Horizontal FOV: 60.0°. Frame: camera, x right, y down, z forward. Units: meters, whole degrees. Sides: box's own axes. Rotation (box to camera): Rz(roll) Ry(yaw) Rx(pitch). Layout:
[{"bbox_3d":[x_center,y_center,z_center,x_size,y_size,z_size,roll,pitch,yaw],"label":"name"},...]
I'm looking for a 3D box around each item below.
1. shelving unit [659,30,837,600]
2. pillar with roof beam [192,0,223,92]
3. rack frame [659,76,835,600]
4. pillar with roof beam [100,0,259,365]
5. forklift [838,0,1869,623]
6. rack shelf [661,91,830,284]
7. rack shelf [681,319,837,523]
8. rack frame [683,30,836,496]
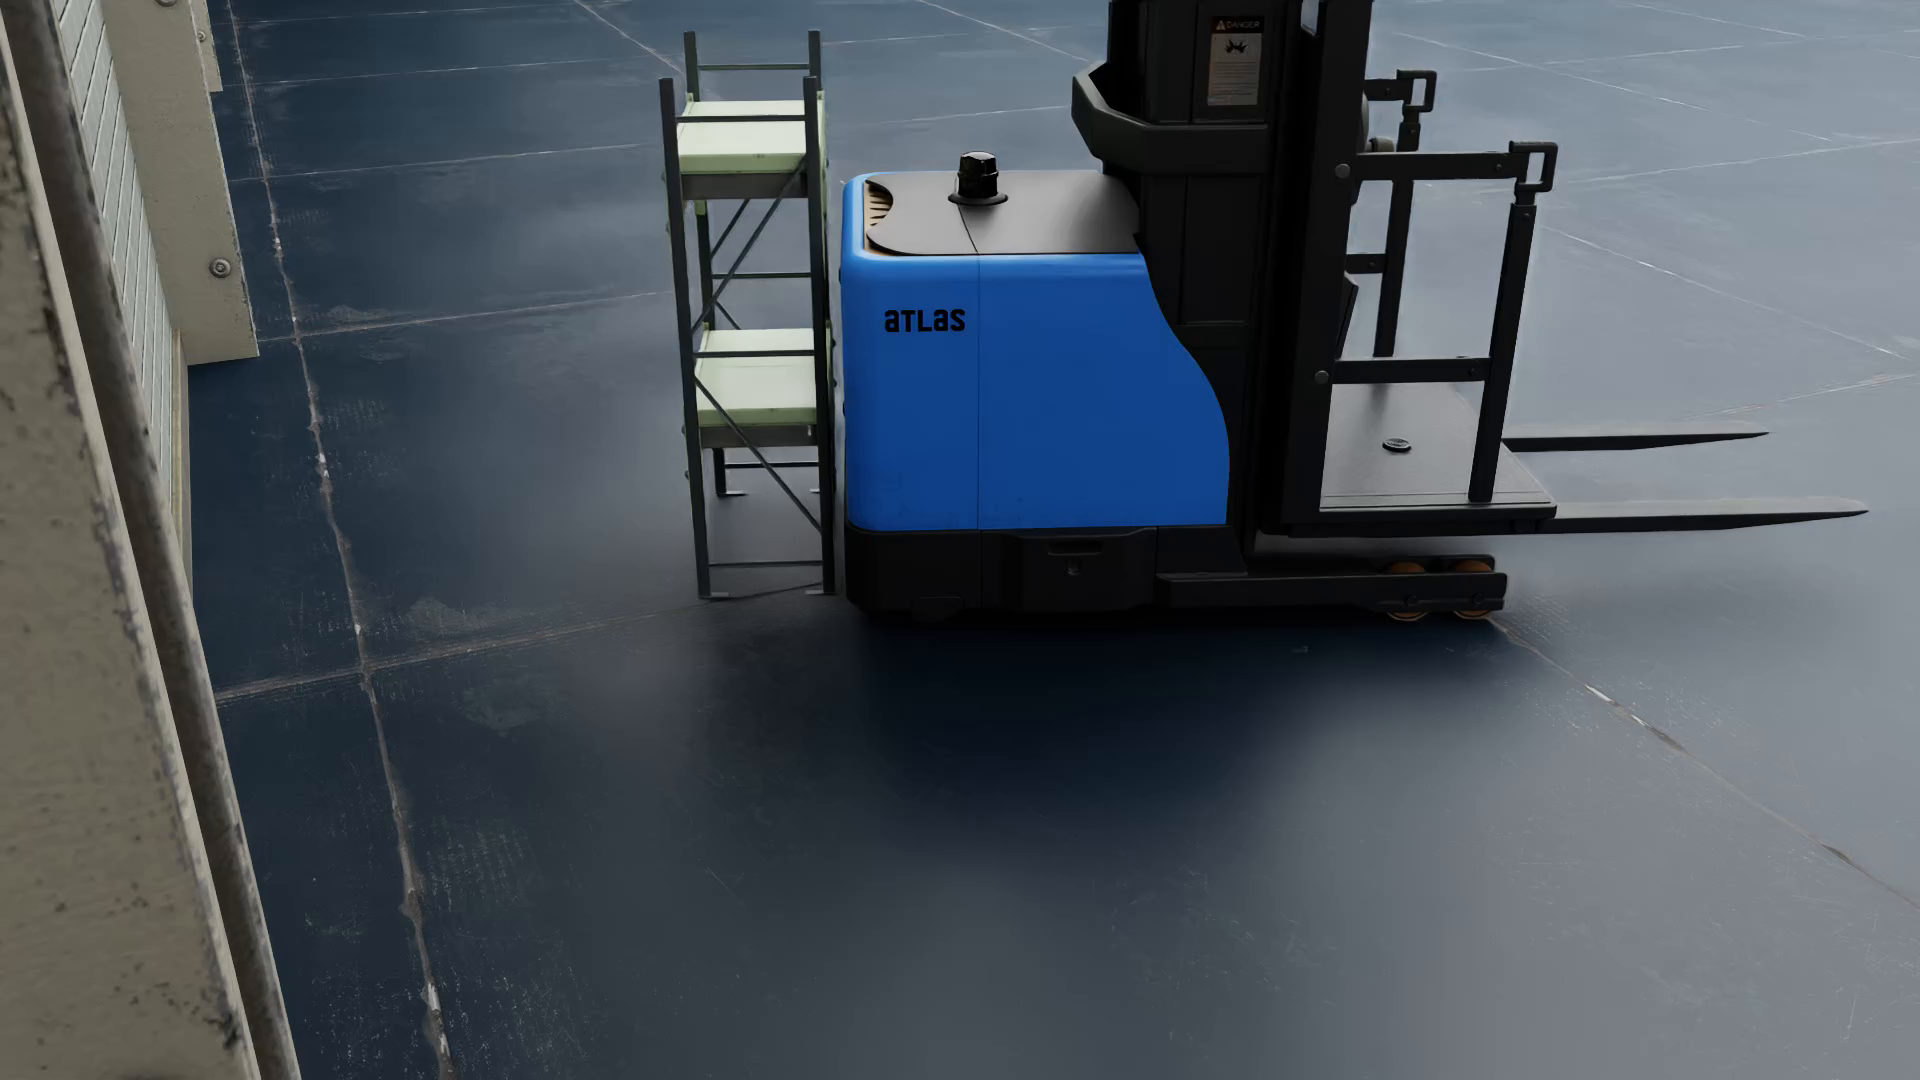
[{"bbox_3d":[-0.592,-0.670,4.912,0.431,1.500,0.755,-2,26,-3],"label":"shelving unit"},{"bbox_3d":[-1.468,-8.009,11.397,9.100,9.000,0.400,-11,28,-21],"label":"pillar with roof beam"},{"bbox_3d":[-0.569,-0.509,4.584,0.400,1.500,0.023,-2,26,-3],"label":"rack frame"},{"bbox_3d":[0.882,-5.587,6.436,9.100,9.000,0.400,-11,28,-21],"label":"pillar with roof beam"},{"bbox_3d":[1.165,-1.315,4.603,3.031,2.935,1.130,-1,26,-3],"label":"forklift"},{"bbox_3d":[-0.592,-1.020,4.741,0.431,0.370,0.720,-2,26,-3],"label":"rack shelf"},{"bbox_3d":[-0.592,-0.377,5.055,0.431,0.370,0.720,-2,26,-3],"label":"rack shelf"},{"bbox_3d":[-0.615,-0.830,5.240,0.400,1.500,0.023,-2,26,-3],"label":"rack frame"}]
